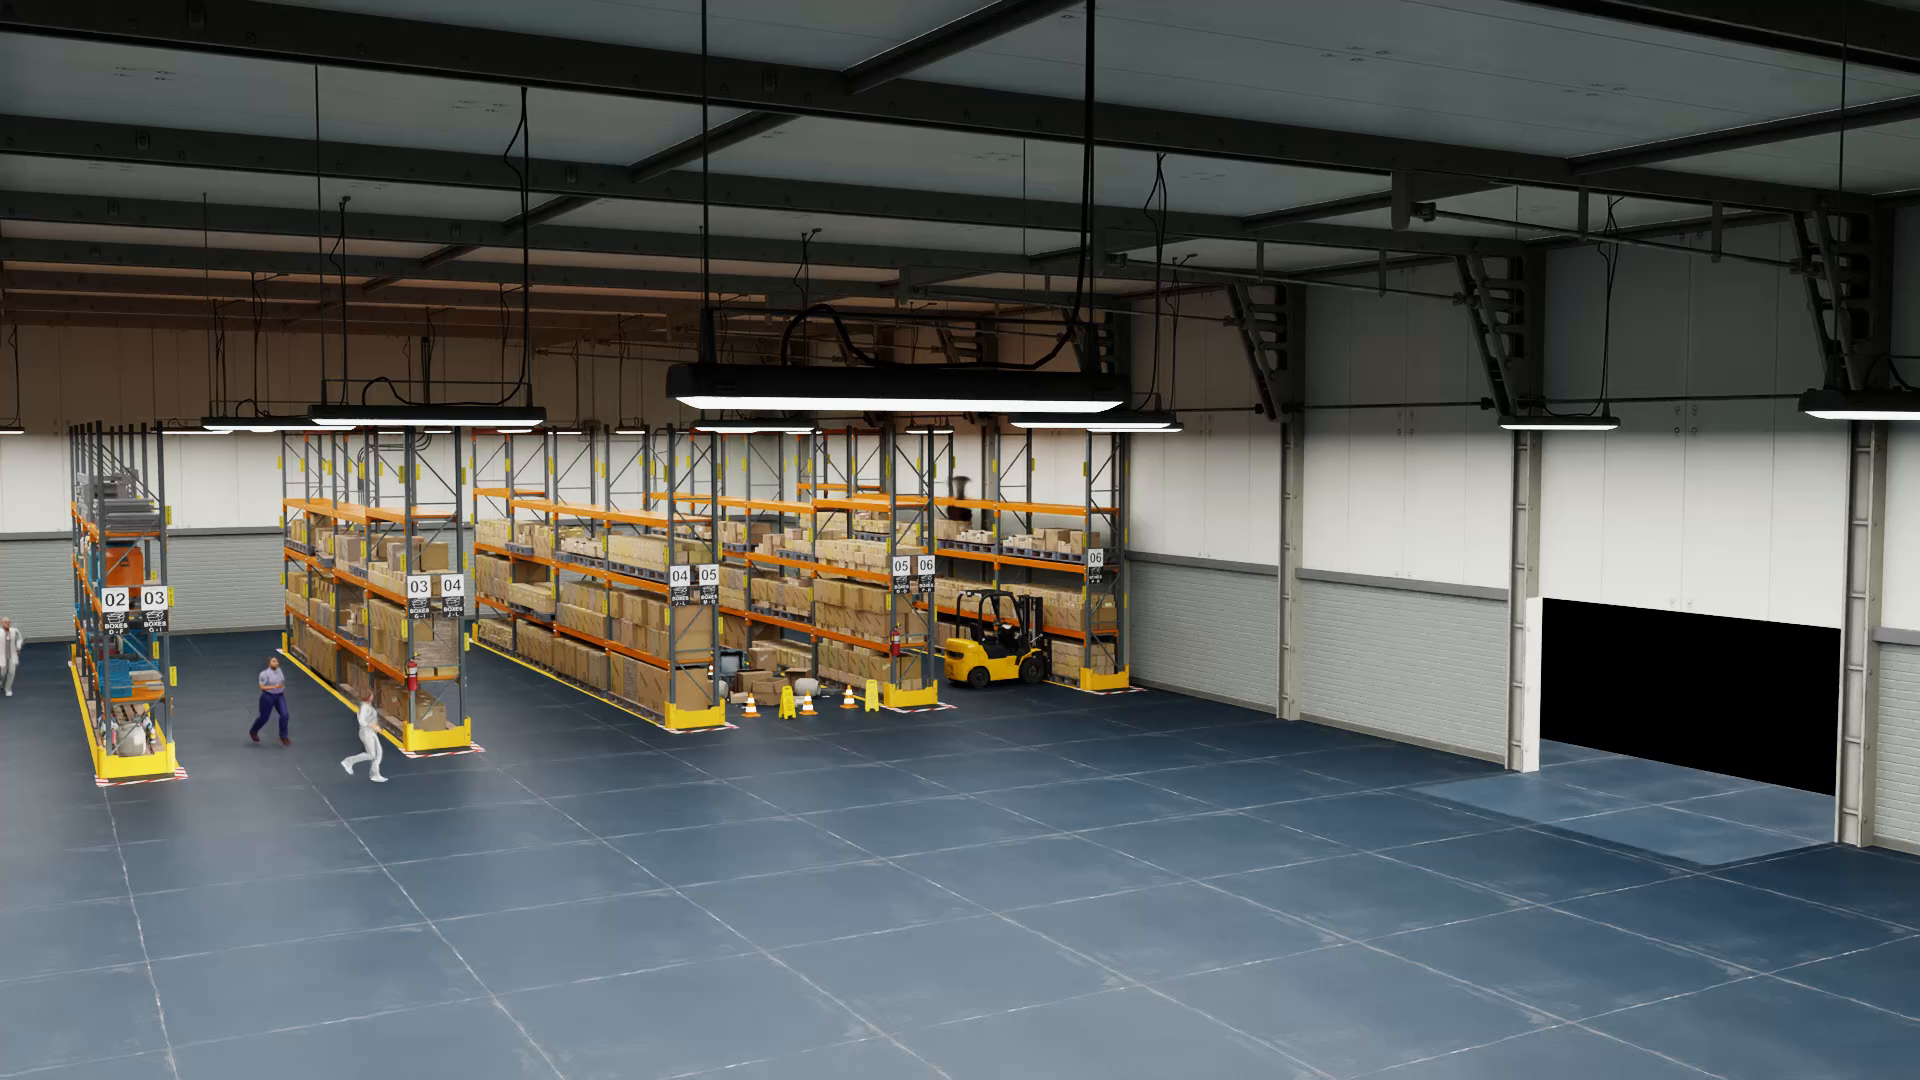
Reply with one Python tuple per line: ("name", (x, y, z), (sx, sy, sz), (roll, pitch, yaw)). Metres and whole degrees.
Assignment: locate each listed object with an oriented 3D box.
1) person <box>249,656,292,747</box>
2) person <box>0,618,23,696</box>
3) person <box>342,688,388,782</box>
("person", (-12.837, 2.993, 30.974), (0.902, 1.689, 0.600), (2, 4, 34))
("person", (-21.283, 2.584, 37.083), (0.728, 1.734, 0.721), (-3, 5, -42))
("person", (-9.866, 3.241, 27.555), (0.719, 1.572, 0.535), (-1, 4, -12))
